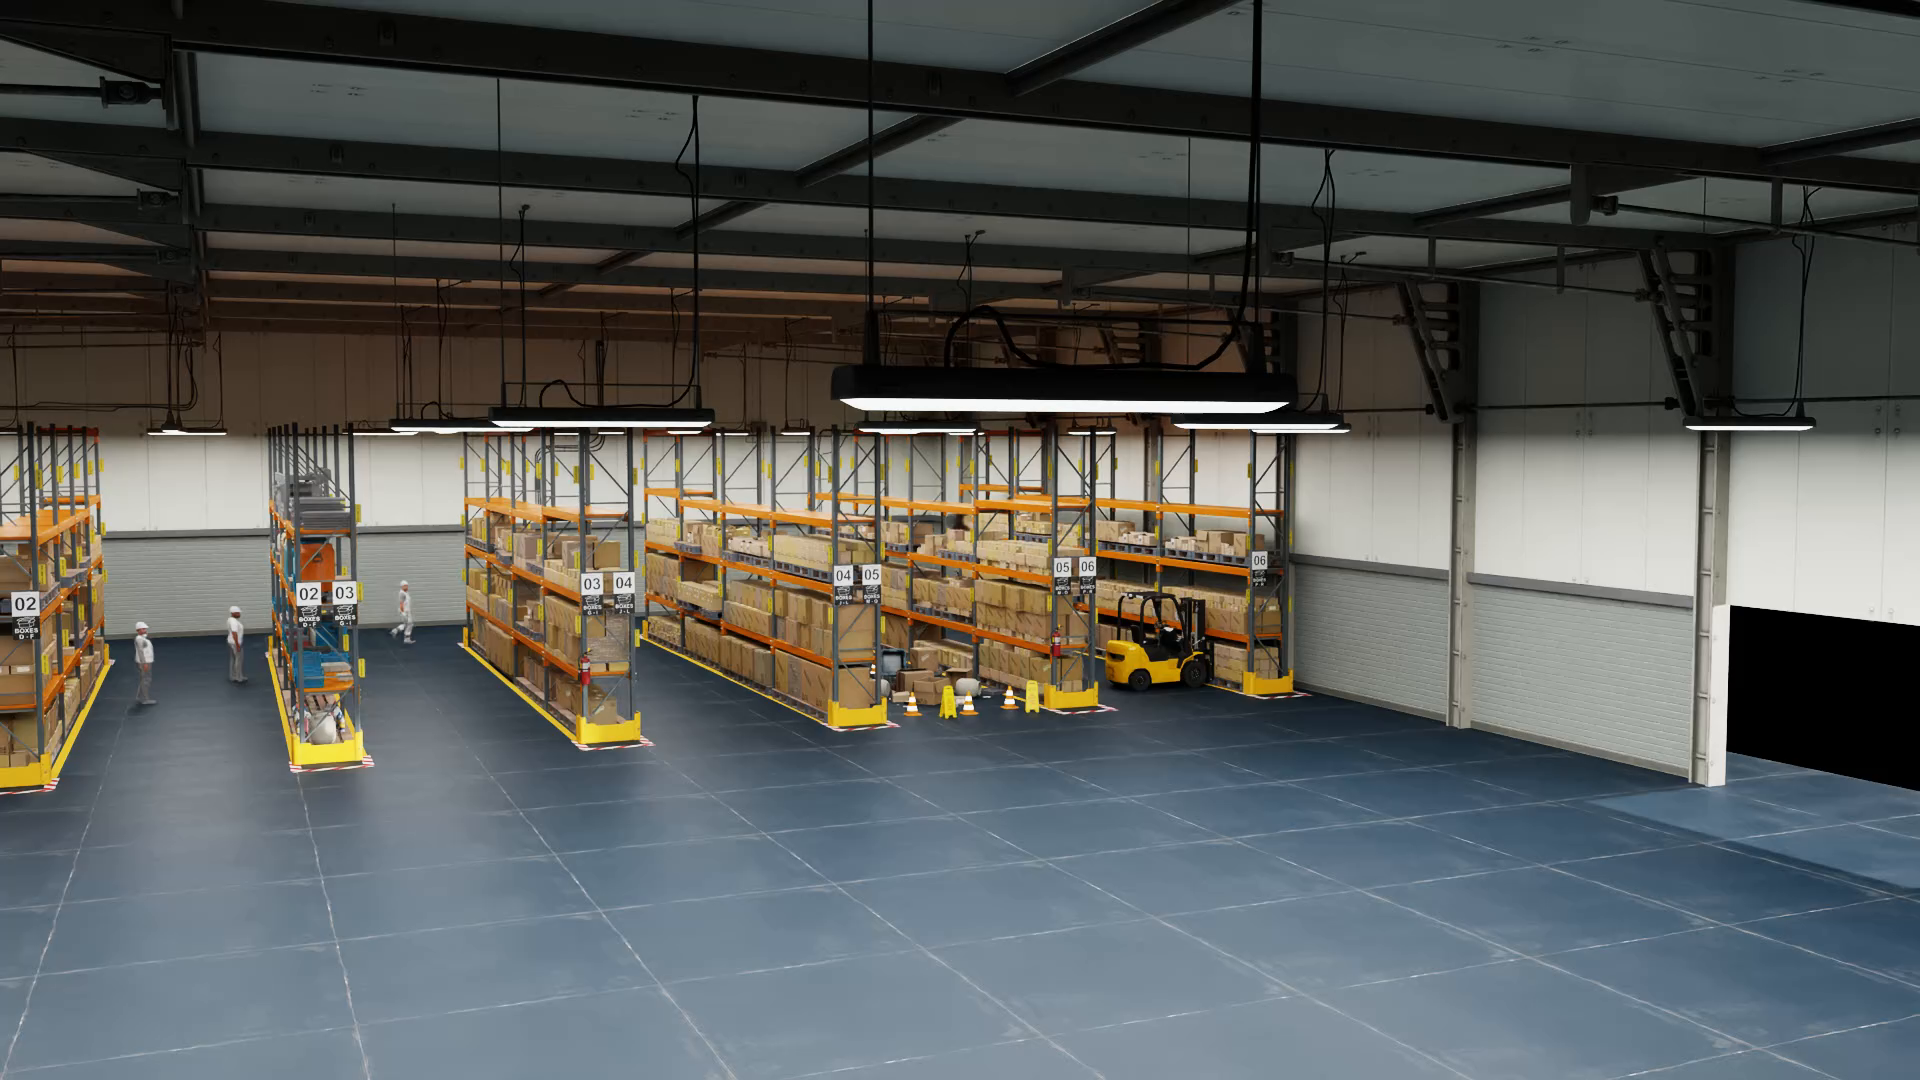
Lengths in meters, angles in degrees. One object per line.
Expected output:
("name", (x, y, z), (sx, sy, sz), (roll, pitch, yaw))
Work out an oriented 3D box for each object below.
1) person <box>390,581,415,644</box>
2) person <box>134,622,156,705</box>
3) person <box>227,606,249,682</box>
("person", (-15.480, 2.004, 46.150), (0.655, 1.759, 0.605), (-2, 4, -25))
("person", (-17.559, 2.648, 35.801), (0.399, 1.785, 0.551), (-3, 4, -36))
("person", (-16.994, 2.436, 39.140), (0.432, 1.770, 0.637), (-2, 4, -34))
